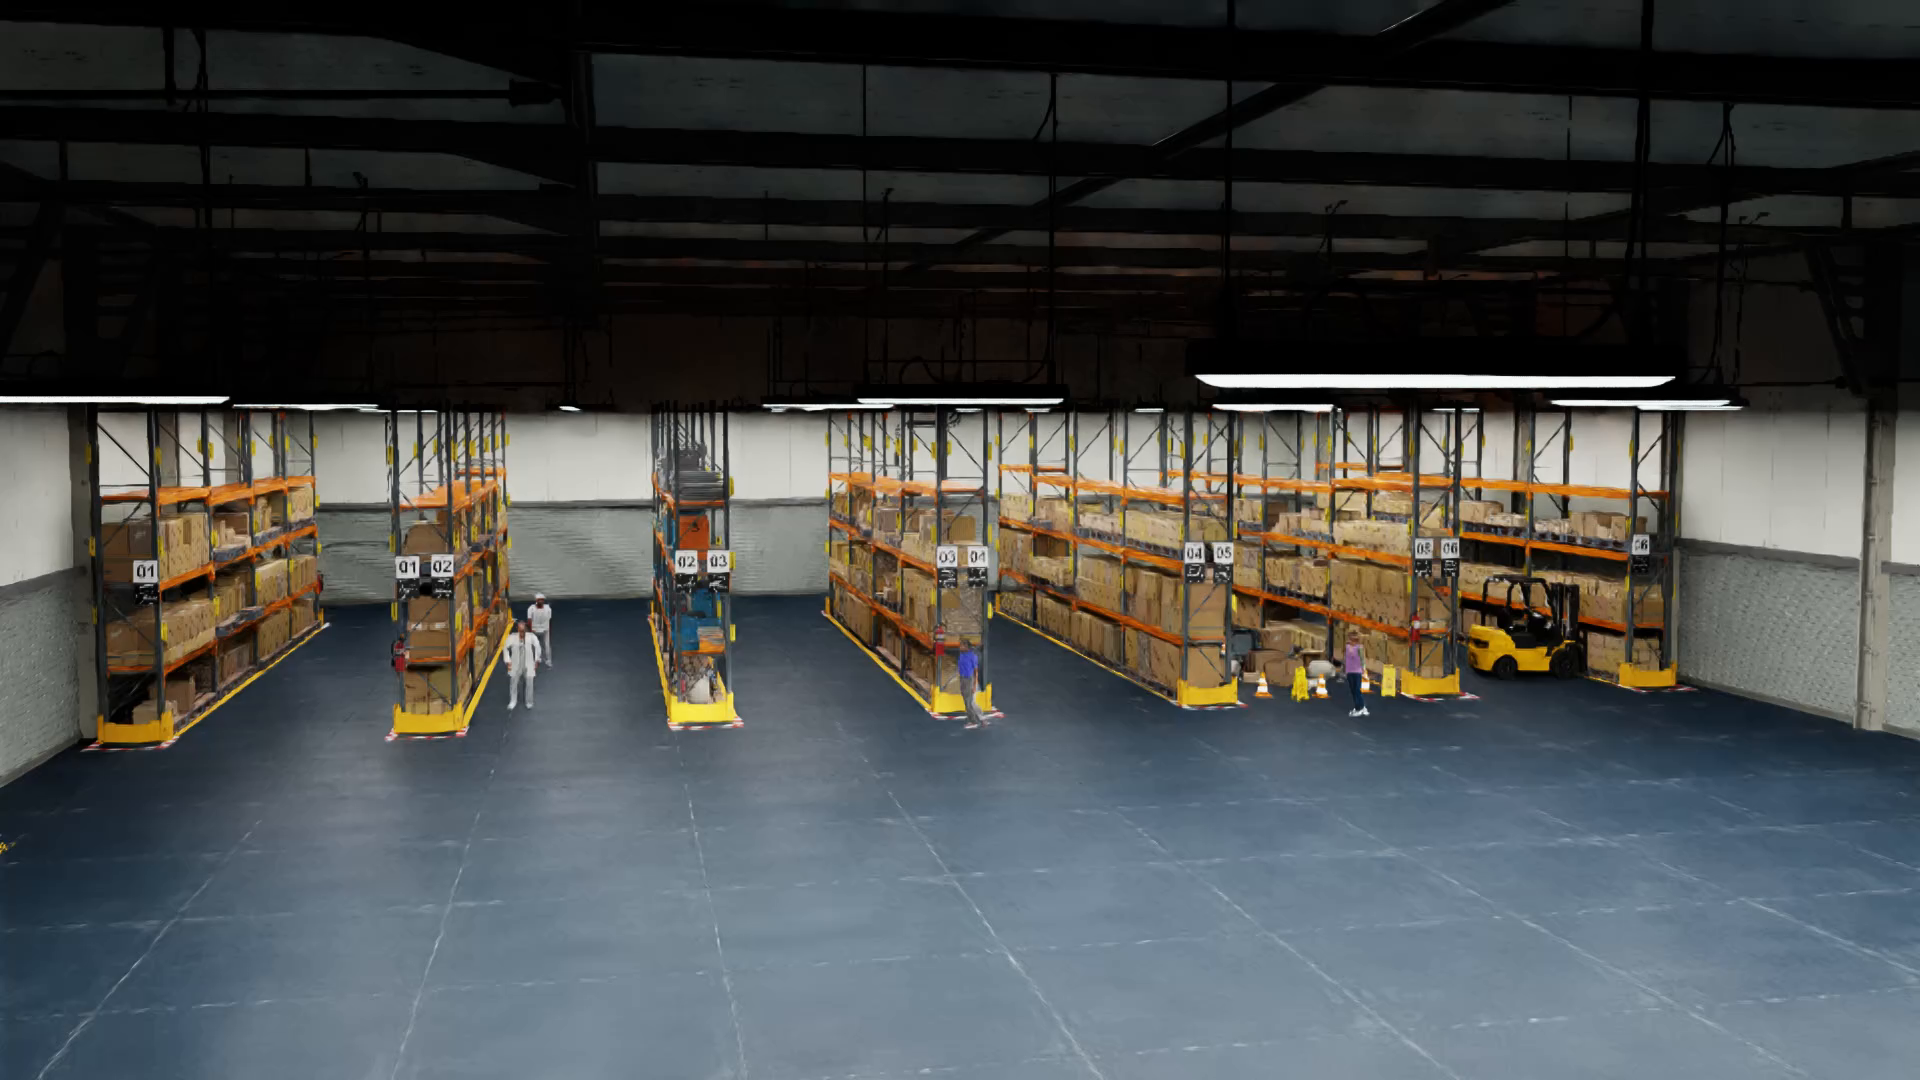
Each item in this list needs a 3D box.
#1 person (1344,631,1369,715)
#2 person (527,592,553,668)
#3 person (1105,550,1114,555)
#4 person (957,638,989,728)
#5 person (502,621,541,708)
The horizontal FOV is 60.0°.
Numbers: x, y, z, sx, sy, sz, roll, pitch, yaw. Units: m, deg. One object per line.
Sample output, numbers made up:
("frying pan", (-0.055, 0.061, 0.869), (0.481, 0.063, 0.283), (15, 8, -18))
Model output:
("person", (7.538, 2.534, 31.632), (0.365, 1.592, 0.521), (-3, 6, -39))
("person", (-9.492, 2.031, 37.568), (0.571, 1.708, 1.035), (-2, 5, -20))
("person", (4.425, 1.144, 49.069), (0.619, 1.771, 0.642), (-2, 5, -23))
("person", (0.223, 2.607, 30.282), (0.429, 1.651, 0.619), (-4, 6, -43))
("person", (-8.539, 2.421, 32.402), (0.729, 1.733, 0.544), (-1, 4, -13))
